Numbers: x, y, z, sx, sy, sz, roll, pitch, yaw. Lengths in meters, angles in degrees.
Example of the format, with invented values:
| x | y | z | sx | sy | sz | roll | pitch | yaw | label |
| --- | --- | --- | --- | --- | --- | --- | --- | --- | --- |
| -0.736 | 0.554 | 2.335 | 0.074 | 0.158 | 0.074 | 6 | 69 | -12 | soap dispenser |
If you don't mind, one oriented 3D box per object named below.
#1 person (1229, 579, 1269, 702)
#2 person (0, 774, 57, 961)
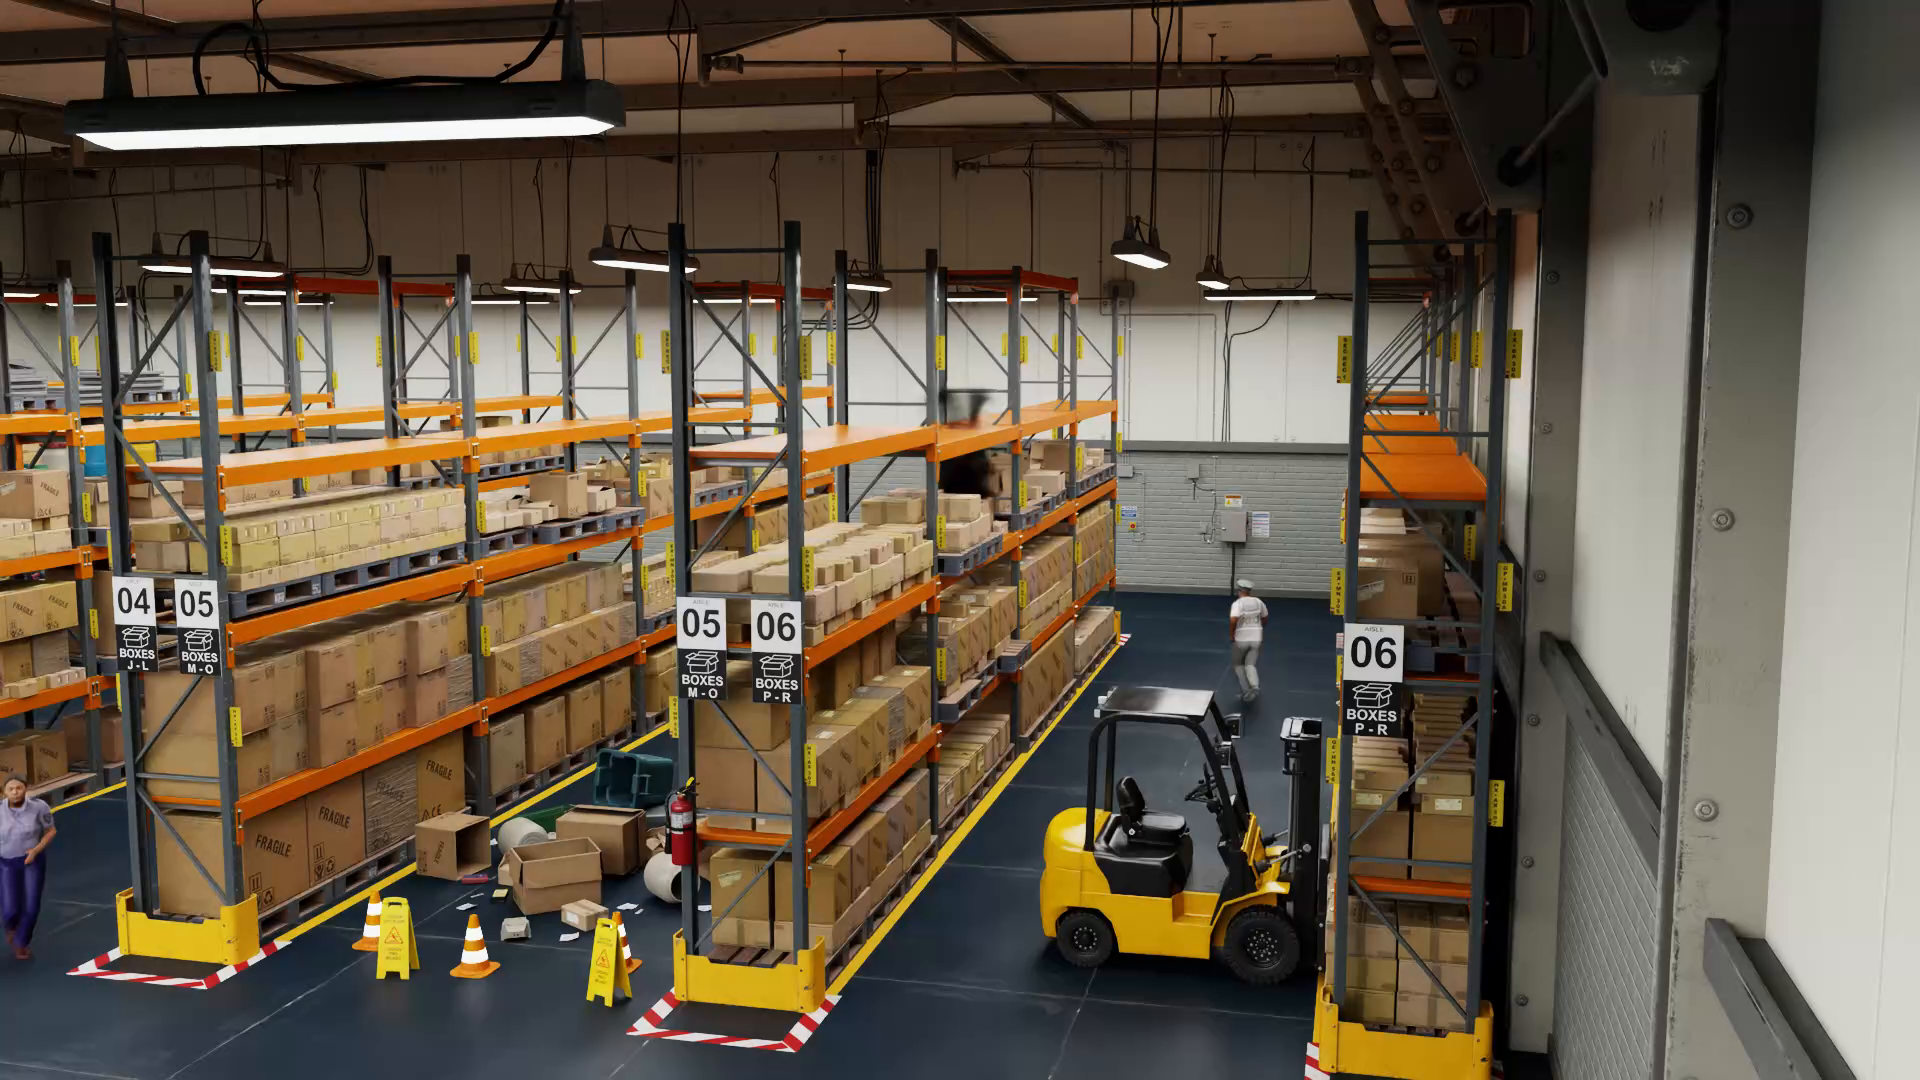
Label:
| x | y | z | sx | sy | sz | roll | pitch | yaw | label |
| --- | --- | --- | --- | --- | --- | --- | --- | --- | --- |
| 4.103 | 1.458 | 23.499 | 0.645 | 1.750 | 0.773 | -1 | 7 | -9 | person |
| -7.853 | 2.718 | 13.837 | 0.621 | 1.595 | 0.591 | -5 | 8 | -34 | person |
